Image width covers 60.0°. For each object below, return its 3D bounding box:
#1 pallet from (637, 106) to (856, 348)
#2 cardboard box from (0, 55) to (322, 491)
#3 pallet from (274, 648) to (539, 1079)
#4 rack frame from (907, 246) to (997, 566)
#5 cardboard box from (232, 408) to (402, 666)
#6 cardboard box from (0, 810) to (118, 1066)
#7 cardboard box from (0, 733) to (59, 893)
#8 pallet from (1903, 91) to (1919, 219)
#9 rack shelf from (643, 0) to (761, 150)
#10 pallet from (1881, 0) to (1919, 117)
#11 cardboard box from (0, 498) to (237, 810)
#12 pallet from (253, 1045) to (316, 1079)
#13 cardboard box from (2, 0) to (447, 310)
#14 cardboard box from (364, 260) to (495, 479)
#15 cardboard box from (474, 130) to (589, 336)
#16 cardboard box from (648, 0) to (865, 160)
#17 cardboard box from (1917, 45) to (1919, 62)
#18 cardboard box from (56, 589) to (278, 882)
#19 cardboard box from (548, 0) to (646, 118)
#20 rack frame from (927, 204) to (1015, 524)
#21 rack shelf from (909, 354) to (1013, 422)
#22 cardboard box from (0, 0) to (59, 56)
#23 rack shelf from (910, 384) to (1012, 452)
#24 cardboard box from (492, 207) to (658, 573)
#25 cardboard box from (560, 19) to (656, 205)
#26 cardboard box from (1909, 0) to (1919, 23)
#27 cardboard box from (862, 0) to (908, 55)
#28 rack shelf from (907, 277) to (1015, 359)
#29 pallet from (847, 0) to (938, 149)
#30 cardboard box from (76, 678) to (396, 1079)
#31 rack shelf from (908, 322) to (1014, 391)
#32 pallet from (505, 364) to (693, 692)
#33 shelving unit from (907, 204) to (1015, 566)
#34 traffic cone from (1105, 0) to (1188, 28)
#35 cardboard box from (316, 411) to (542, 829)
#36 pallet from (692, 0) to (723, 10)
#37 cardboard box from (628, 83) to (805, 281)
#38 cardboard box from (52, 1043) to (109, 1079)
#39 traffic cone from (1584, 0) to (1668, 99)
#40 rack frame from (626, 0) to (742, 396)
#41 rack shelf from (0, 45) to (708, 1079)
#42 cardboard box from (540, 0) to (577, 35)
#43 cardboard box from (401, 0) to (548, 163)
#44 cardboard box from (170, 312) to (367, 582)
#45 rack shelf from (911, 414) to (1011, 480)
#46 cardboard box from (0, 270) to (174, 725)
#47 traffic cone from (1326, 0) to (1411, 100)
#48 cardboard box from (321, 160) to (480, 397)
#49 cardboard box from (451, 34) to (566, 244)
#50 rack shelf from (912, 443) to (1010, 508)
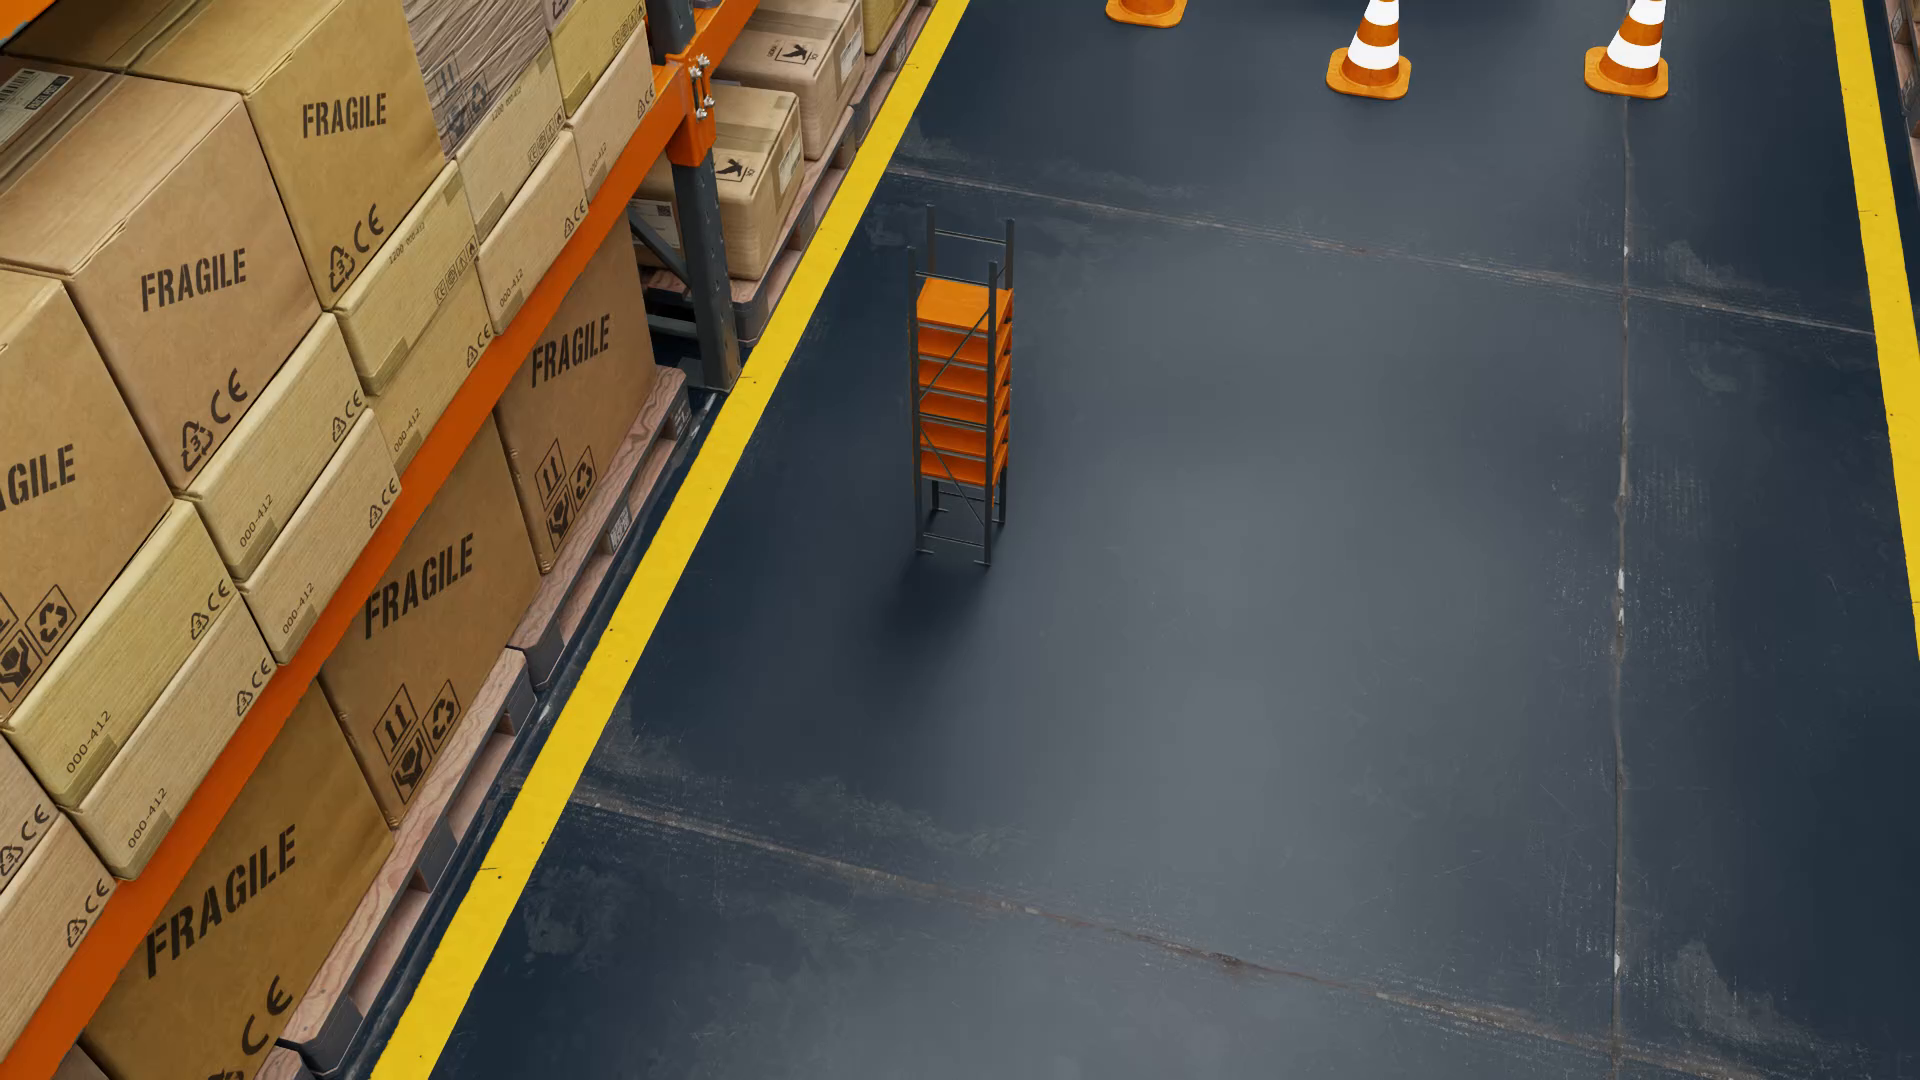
[{"bbox_3d":[-1.046,-1.273,6.232,1.003,0.211,1.213,12,50,10],"label":"pallet"},{"bbox_3d":[-1.541,-0.473,2.934,0.500,0.500,0.500,11,49,9],"label":"cardboard box"},{"bbox_3d":[-1.856,0.727,4.467,1.003,0.211,1.213,12,50,10],"label":"pallet"},{"bbox_3d":[-0.020,-0.341,4.751,0.240,1.200,0.006,12,50,10],"label":"rack frame"},{"bbox_3d":[-1.510,-0.056,3.398,0.500,0.250,0.500,11,49,9],"label":"cardboard box"},{"bbox_3d":[-1.801,0.672,2.756,0.500,0.250,0.500,10,49,9],"label":"cardboard box"},{"bbox_3d":[-1.808,0.502,2.573,0.500,0.250,0.500,12,50,11],"label":"cardboard box"},{"bbox_3d":[4.152,-1.239,6.203,1.003,0.211,1.213,12,50,10],"label":"pallet"},{"bbox_3d":[-0.727,-2.839,6.235,1.077,0.370,4.000,12,50,10],"label":"rack shelf"},{"bbox_3d":[4.471,-2.124,6.984,1.003,0.211,1.213,12,50,10],"label":"pallet"},{"bbox_3d":[-1.649,0.142,2.891,0.500,0.250,0.500,12,50,11],"label":"cardboard box"},{"bbox_3d":[-2.175,1.613,3.686,1.003,0.211,1.213,12,50,10],"label":"pallet"},{"bbox_3d":[-1.401,-0.838,3.255,0.500,0.500,0.500,12,50,10],"label":"cardboard box"},{"bbox_3d":[-1.403,-0.430,3.729,0.500,0.250,0.500,11,50,10],"label":"cardboard box"},{"bbox_3d":[-1.255,-0.791,4.048,0.500,0.250,0.500,12,50,11],"label":"cardboard box"},{"bbox_3d":[-0.908,-1.842,6.347,0.950,0.372,0.625,11,49,9],"label":"cardboard box"},{"bbox_3d":[4.268,-1.851,6.103,1.050,0.750,0.750,12,50,10],"label":"cardboard box"},{"bbox_3d":[-1.650,0.304,3.081,0.500,0.250,0.500,11,50,10],"label":"cardboard box"},{"bbox_3d":[-1.135,-1.346,4.204,0.500,0.250,0.500,11,50,10],"label":"cardboard box"},{"bbox_3d":[0.028,-0.474,4.868,0.240,1.200,0.006,12,50,10],"label":"rack frame"},{"bbox_3d":[0.004,-0.458,4.753,0.258,0.103,0.180,12,50,10],"label":"rack shelf"},{"bbox_3d":[-1.891,-0.954,3.358,0.500,0.500,0.500,13,50,11],"label":"cardboard box"},{"bbox_3d":[0.004,-0.378,4.843,0.258,0.103,0.180,12,50,10],"label":"rack shelf"},{"bbox_3d":[-1.515,-0.583,4.901,0.875,0.875,0.875,11,50,10],"label":"cardboard box"},{"bbox_3d":[-1.136,-1.164,4.376,0.500,0.250,0.500,10,49,9],"label":"cardboard box"},{"bbox_3d":[4.525,-2.548,6.718,1.050,0.750,0.750,11,50,10],"label":"cardboard box"},{"bbox_3d":[-0.703,-2.389,6.831,0.950,0.372,0.625,13,50,11],"label":"cardboard box"},{"bbox_3d":[0.004,-0.616,4.573,0.258,0.103,0.180,12,50,10],"label":"rack shelf"},{"bbox_3d":[-0.723,-2.152,7.009,1.003,0.211,1.213,12,50,10],"label":"pallet"},{"bbox_3d":[-1.990,0.708,3.762,0.875,0.875,0.875,13,50,11],"label":"cardboard box"},{"bbox_3d":[0.004,-0.537,4.663,0.258,0.103,0.180,12,50,10],"label":"rack shelf"},{"bbox_3d":[-1.533,-0.152,5.244,1.003,0.211,1.213,12,50,10],"label":"pallet"},{"bbox_3d":[0.004,-0.407,4.809,0.258,1.200,0.189,12,50,10],"label":"shelving unit"},{"bbox_3d":[0.824,-2.511,7.158,0.336,0.463,0.334,12,50,10],"label":"traffic cone"},{"bbox_3d":[-1.754,0.061,4.332,0.875,0.875,0.875,12,50,10],"label":"cardboard box"},{"bbox_3d":[-1.168,-2.103,5.234,1.213,0.211,1.003,12,50,10],"label":"pallet"},{"bbox_3d":[-1.095,-1.307,5.875,0.950,0.372,0.625,9,49,7],"label":"cardboard box"},{"bbox_3d":[-2.220,1.363,3.184,0.875,0.875,0.875,13,50,11],"label":"cardboard box"},{"bbox_3d":[2.792,-2.108,6.802,0.336,0.463,0.334,12,50,10],"label":"traffic cone"},{"bbox_3d":[-1.253,-1.630,4.688,1.000,3.000,0.127,12,50,10],"label":"rack frame"},{"bbox_3d":[-1.779,0.054,3.681,1.077,0.370,4.000,12,50,10],"label":"rack shelf"},{"bbox_3d":[-1.137,-1.569,3.900,0.500,0.500,0.500,10,49,9],"label":"cardboard box"},{"bbox_3d":[-1.264,-1.196,3.571,0.500,0.500,0.500,12,50,11],"label":"cardboard box"},{"bbox_3d":[-1.518,-0.224,3.214,0.500,0.250,0.500,10,49,9],"label":"cardboard box"},{"bbox_3d":[0.004,-0.299,4.933,0.258,0.103,0.180,12,50,10],"label":"rack shelf"},{"bbox_3d":[-1.671,-0.098,2.603,0.500,0.500,0.500,10,49,9],"label":"cardboard box"},{"bbox_3d":[1.712,-2.104,6.798,0.336,0.463,0.334,12,50,10],"label":"traffic cone"},{"bbox_3d":[-1.382,-0.600,3.545,0.500,0.250,0.500,10,49,9],"label":"cardboard box"},{"bbox_3d":[-1.267,-0.974,3.876,0.500,0.250,0.500,10,49,9],"label":"cardboard box"},{"bbox_3d":[0.004,-0.219,5.023,0.258,0.103,0.180,12,50,10],"label":"rack shelf"}]
